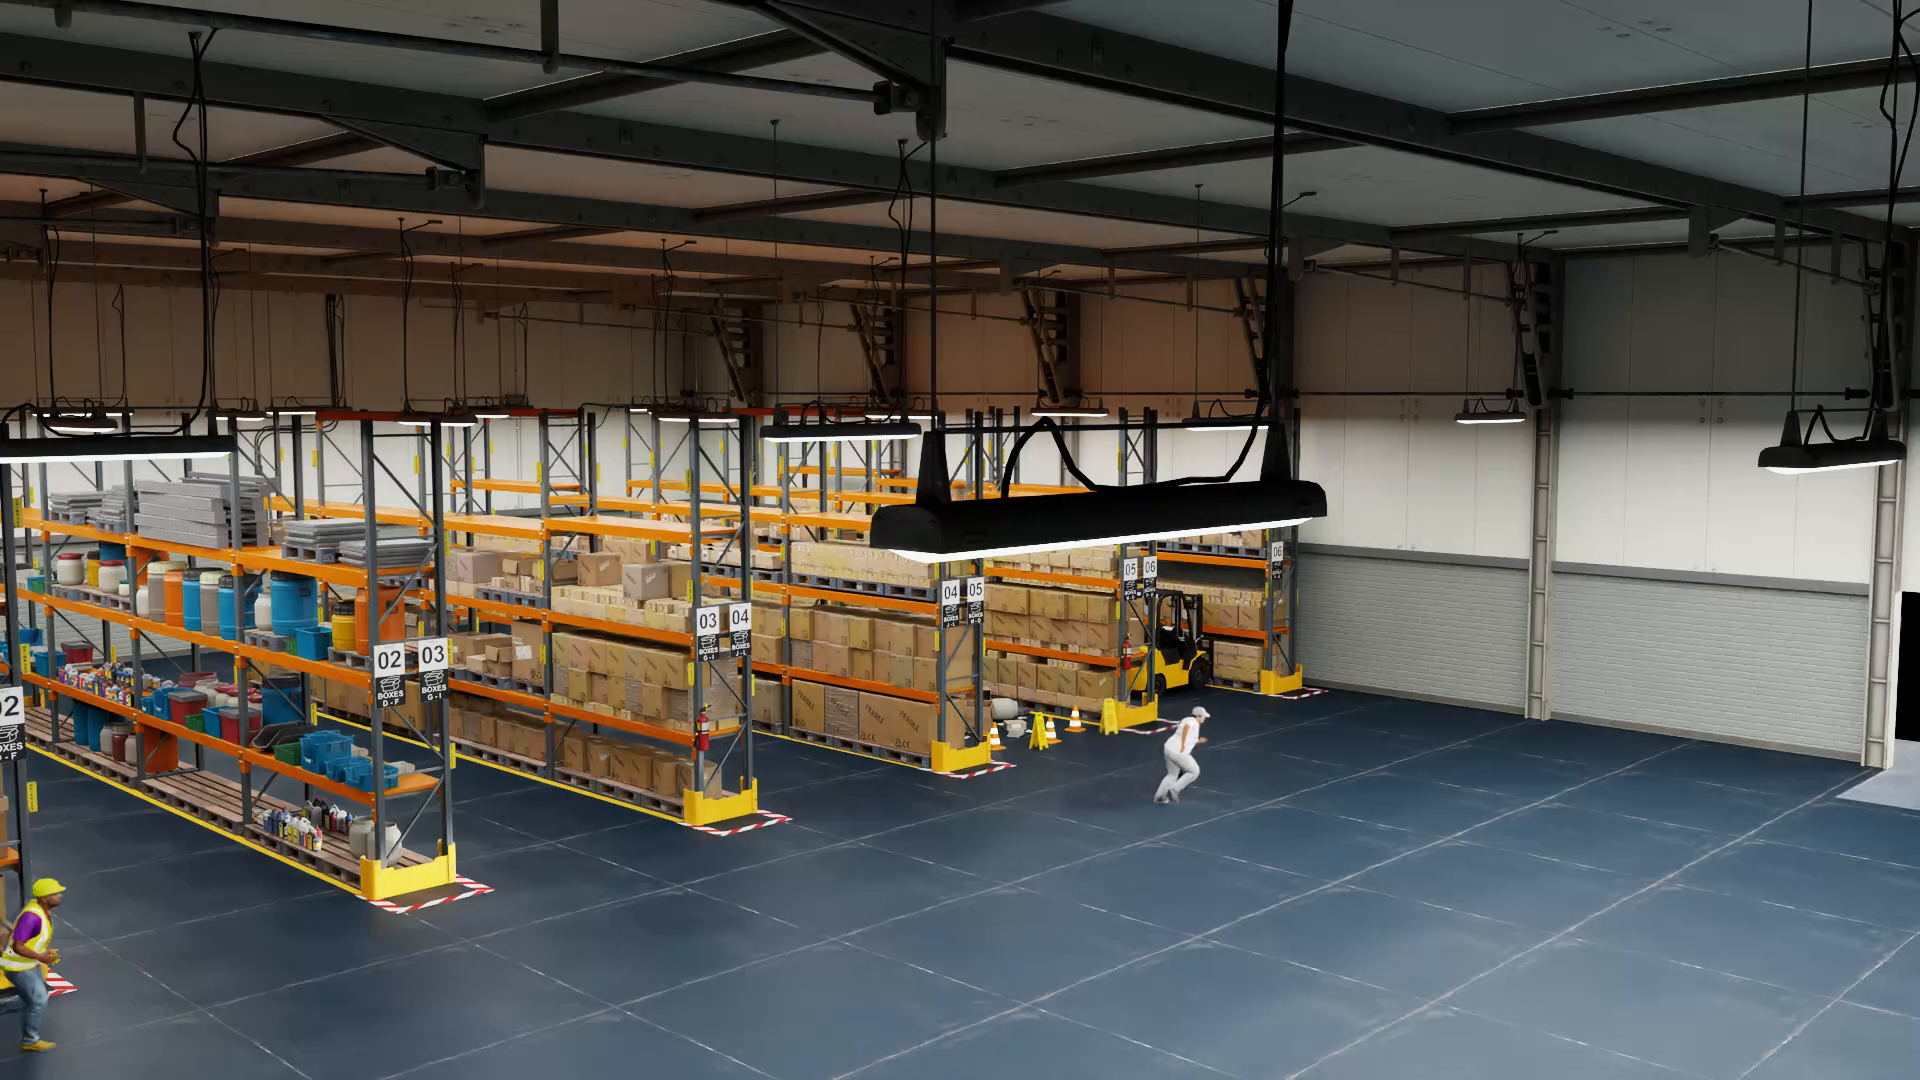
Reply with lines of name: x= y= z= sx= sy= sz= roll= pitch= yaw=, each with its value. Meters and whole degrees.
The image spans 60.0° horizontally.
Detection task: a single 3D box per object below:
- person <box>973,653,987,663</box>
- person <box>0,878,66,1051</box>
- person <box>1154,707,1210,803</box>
person: x=0.380 y=2.141 z=37.366 sx=0.728 sy=1.804 sz=0.657 roll=4 pitch=7 yaw=41
person: x=-8.990 y=4.096 z=15.939 sx=0.811 sy=1.693 sz=0.691 roll=-1 pitch=5 yaw=-12
person: x=3.425 y=3.315 z=25.550 sx=0.887 sy=1.496 sz=0.639 roll=-1 pitch=5 yaw=-12
